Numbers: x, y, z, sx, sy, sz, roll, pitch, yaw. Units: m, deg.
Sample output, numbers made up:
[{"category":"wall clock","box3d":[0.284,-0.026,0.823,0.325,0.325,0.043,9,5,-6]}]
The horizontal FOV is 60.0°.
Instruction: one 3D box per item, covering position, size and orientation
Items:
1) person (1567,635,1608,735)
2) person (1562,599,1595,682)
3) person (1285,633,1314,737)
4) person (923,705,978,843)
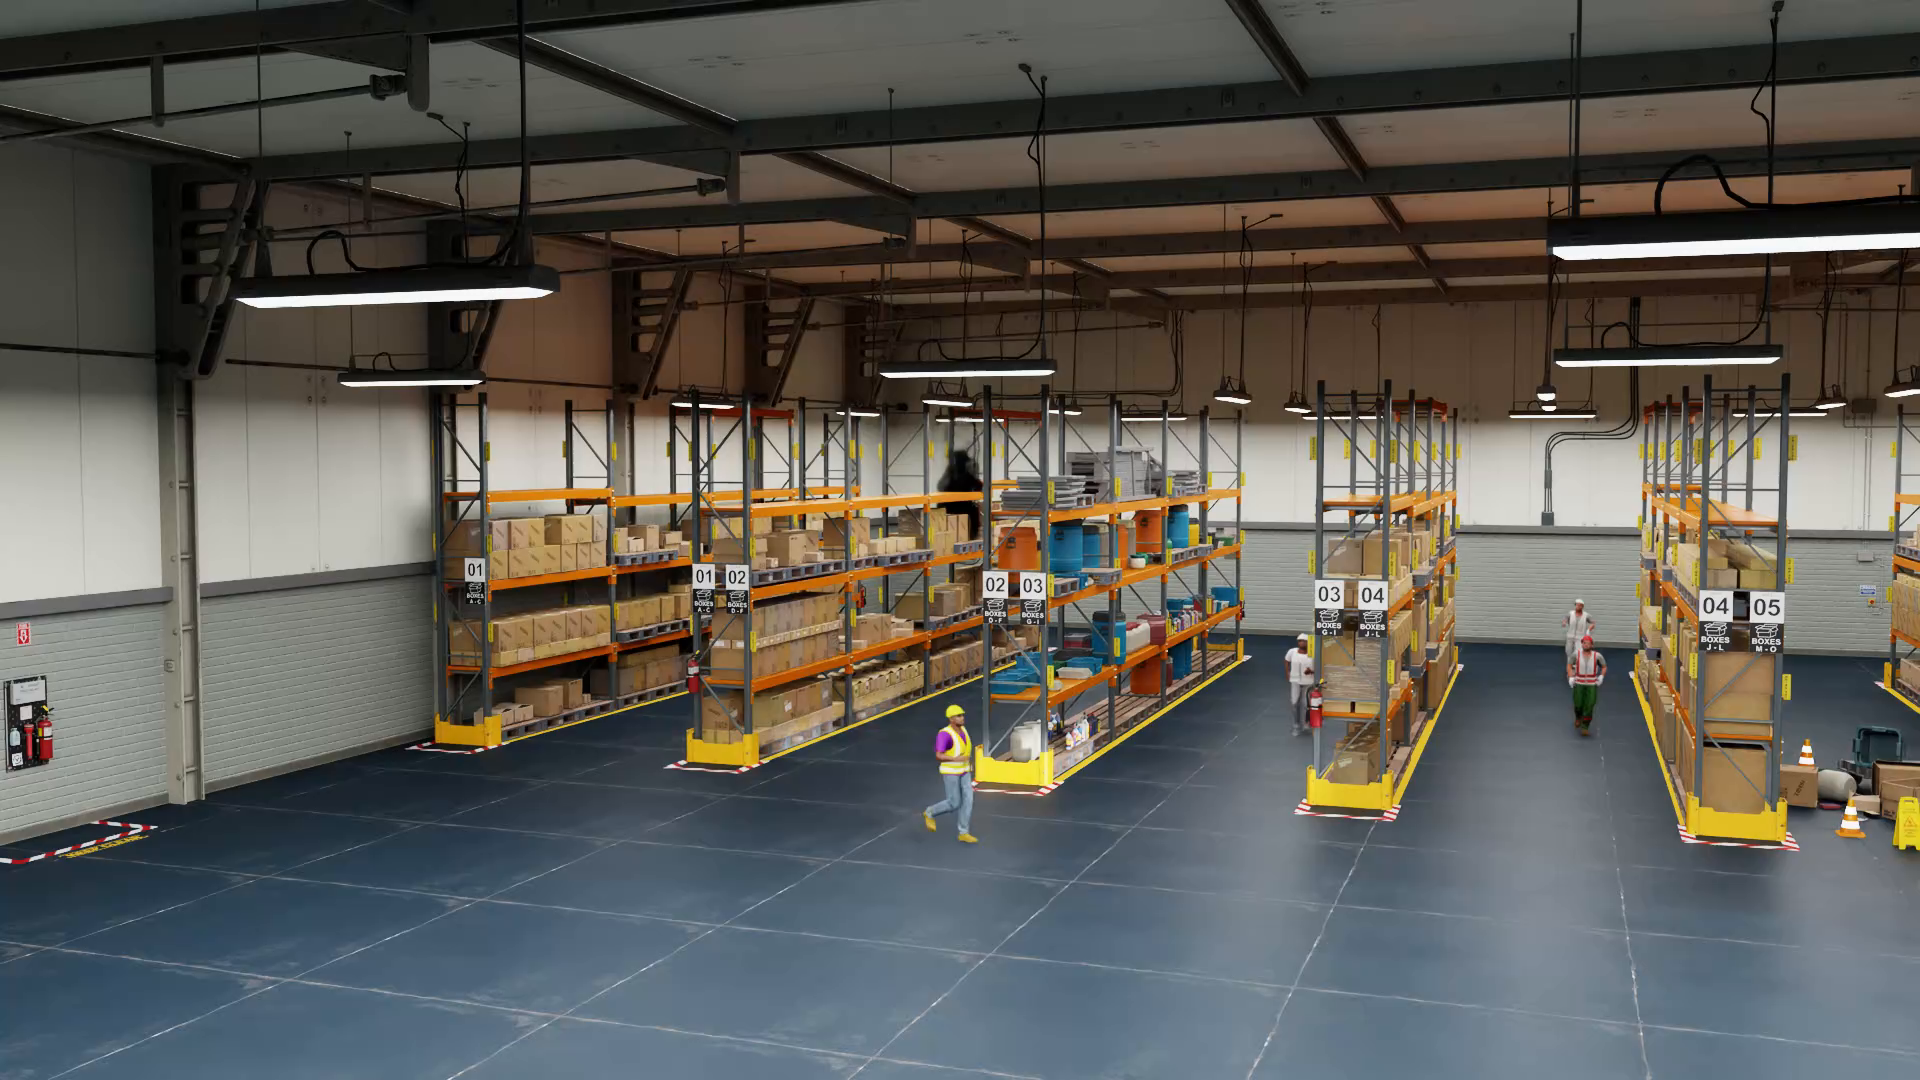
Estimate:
[{"category":"person","box3d":[11.116,2.561,29.480,0.677,1.754,0.592,1,3,19]},{"category":"person","box3d":[13.439,2.197,36.222,0.653,1.831,0.739,2,4,32]},{"category":"person","box3d":[6.061,2.563,29.440,0.688,1.828,0.684,1,3,20]},{"category":"person","box3d":[-0.096,2.985,21.368,0.812,1.741,0.711,2,4,37]}]
